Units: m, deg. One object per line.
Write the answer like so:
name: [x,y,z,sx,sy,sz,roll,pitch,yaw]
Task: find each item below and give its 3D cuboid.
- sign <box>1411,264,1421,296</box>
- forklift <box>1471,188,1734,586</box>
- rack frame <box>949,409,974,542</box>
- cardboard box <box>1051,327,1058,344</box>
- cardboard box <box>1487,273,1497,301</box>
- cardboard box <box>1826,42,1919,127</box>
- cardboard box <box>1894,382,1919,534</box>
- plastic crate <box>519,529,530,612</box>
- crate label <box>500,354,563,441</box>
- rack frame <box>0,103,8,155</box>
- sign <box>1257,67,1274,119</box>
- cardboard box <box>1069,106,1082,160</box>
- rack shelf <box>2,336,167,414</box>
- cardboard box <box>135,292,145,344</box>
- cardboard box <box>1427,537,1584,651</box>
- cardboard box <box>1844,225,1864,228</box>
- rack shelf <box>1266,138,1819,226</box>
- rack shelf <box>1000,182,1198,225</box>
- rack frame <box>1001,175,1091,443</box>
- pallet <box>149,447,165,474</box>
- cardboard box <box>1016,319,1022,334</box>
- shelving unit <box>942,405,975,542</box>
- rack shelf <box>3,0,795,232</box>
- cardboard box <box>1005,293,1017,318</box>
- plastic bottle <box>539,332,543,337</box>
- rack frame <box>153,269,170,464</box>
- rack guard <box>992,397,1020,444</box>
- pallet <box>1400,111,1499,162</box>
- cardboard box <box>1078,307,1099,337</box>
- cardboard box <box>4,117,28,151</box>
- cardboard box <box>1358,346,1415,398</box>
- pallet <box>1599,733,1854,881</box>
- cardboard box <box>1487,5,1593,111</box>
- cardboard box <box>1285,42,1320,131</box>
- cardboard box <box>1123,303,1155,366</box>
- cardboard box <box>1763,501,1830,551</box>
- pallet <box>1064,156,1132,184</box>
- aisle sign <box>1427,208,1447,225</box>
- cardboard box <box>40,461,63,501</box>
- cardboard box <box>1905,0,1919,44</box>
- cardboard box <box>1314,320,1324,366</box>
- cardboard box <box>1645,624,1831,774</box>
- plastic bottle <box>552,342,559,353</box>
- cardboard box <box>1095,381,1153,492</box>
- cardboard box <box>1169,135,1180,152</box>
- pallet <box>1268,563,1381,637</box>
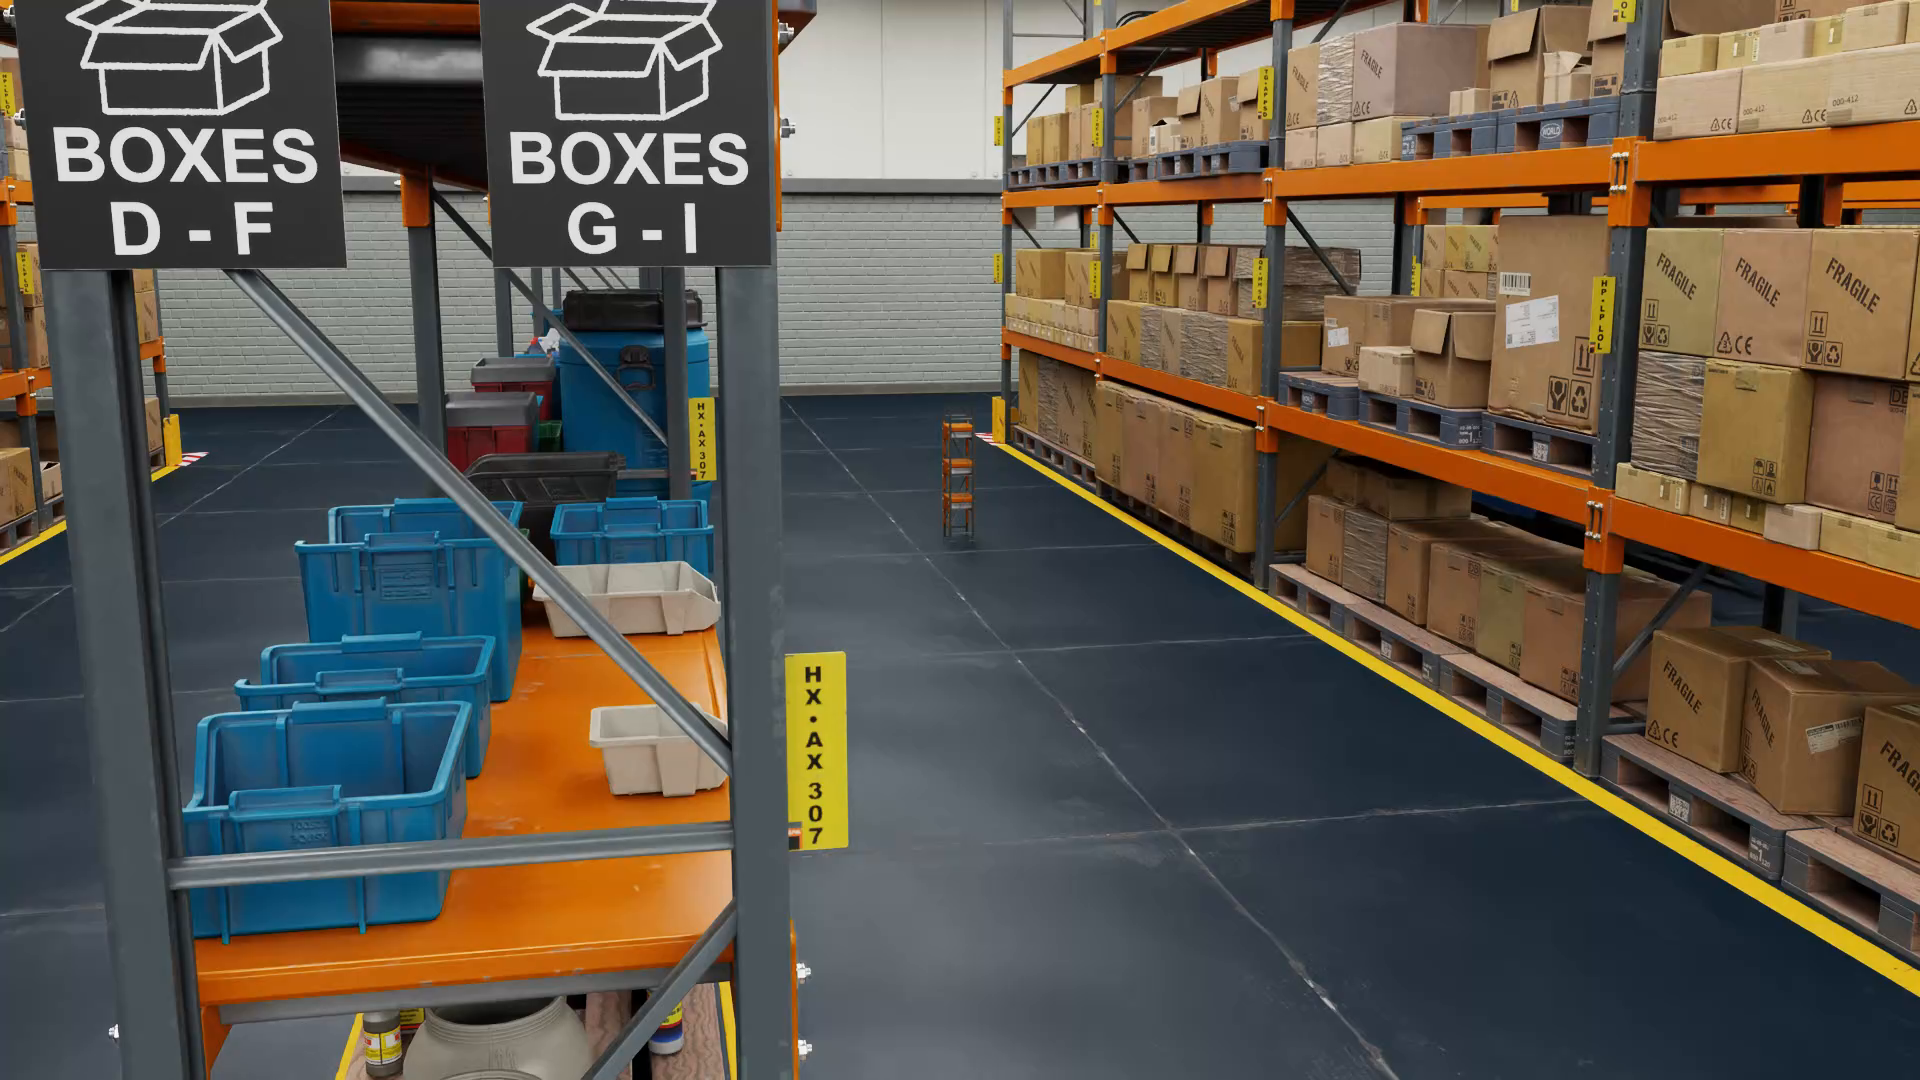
sign: [3.062,-1.705,11.247,0.100,0.325,0.005,-2,11,-11]
forklift: [4.854,-1.225,11.792,1.130,2.935,3.031,-2,11,-12]
rack frame: [0.013,-0.503,13.032,0.200,1.050,0.008,-2,11,-11]
cardboard box: [1.123,-2.043,16.582,0.380,0.149,0.250,-2,11,-12]
cardboard box: [5.994,-2.605,17.796,0.500,0.500,0.500,-2,11,-12]
cardboard box: [3.340,-1.540,5.642,0.500,0.250,0.500,-3,11,-13]
cardboard box: [3.652,-0.256,5.457,0.875,0.500,0.500,-2,11,-11]
plastic crate: [-1.562,0.124,5.092,0.450,0.188,0.662,-2,11,-11]
crate label: [-2.399,-0.799,9.276,0.502,0.435,0.616,-2,11,-11]
rack frame: [-7.964,-4.475,12.639,1.000,3.000,0.127,-2,11,-11]
sign: [1.986,-2.901,10.800,0.100,0.325,0.005,-2,11,-11]
cardboard box: [1.442,-3.905,16.012,0.700,0.500,0.500,-2,11,-8]
rack shelf: [-8.353,-1.541,15.194,1.077,0.370,4.000,-2,11,-11]
cardboard box: [-8.284,-2.143,16.166,0.500,0.500,0.500,-2,11,-11]
cardboard box: [3.028,0.288,9.171,0.700,0.500,0.500,-3,11,-16]
cardboard box: [10.622,-3.620,19.517,0.380,0.149,0.250,-2,11,-13]
rack shelf: [2.920,-1.907,9.094,1.077,0.370,4.000,-2,11,-11]
rack shelf: [1.365,-3.374,16.803,1.077,0.370,4.000,-2,11,-11]
rack frame: [0.976,-2.621,18.943,1.000,3.000,0.127,-2,11,-11]
pallet: [-8.572,-0.731,16.474,1.003,0.211,1.213,-2,11,-11]
cardboard box: [0.822,-2.326,18.068,0.380,0.149,0.250,-2,11,-12]
shelving unit: [-0.010,-0.526,13.150,0.215,1.050,0.252,-2,11,-11]
rack shelf: [-1.160,-0.993,4.293,1.077,0.370,4.000,-2,11,-11]
cardboard box: [0.804,-2.595,18.416,0.500,0.250,0.500,-2,11,-13]
plastic bottle: [-3.452,-1.567,13.719,0.061,0.283,0.133,-2,11,-11]
rack frame: [-8.742,-2.261,17.054,1.000,3.000,0.127,-2,11,-11]
rack guard: [0.971,-1.397,19.200,1.175,0.500,0.348,-2,11,-11]
pallet: [3.089,-2.108,8.731,1.213,0.211,1.003,-2,11,-11]
cardboard box: [1.410,-2.031,15.451,0.500,0.250,0.500,-2,11,-12]
cardboard box: [-7.815,-3.271,13.403,0.500,0.250,0.500,-2,11,-11]
cardboard box: [2.632,-0.970,9.550,0.500,0.250,0.500,-2,11,-13]
pallet: [3.475,1.072,7.001,1.003,0.211,1.213,-2,11,-11]
cardboard box: [3.131,-2.413,8.430,0.797,0.503,0.637,-2,11,-9]
cardboard box: [2.371,-2.826,10.396,0.500,0.500,0.500,-2,11,-10]
cardboard box: [1.696,-1.751,14.104,0.500,0.500,0.500,-2,11,-11]
cardboard box: [3.234,-0.062,6.172,0.380,0.149,0.250,-2,11,-11]
pallet: [1.605,-3.468,15.607,1.003,0.211,1.213,-2,11,-11]
aisle sign: [5.552,-4.062,19.564,0.394,0.787,0.004,-2,11,-11]
cardboard box: [-7.834,-0.508,13.856,0.500,0.311,0.500,-2,11,-11]
cardboard box: [3.361,-1.707,5.455,0.380,0.149,0.250,-2,11,-12]
cardboard box: [2.704,-1.302,11.746,0.500,0.500,0.500,-2,11,-9]
cardboard box: [3.348,0.677,7.182,0.500,0.500,0.500,-2,11,-13]
plastic bottle: [-3.059,-1.383,12.772,0.152,0.276,0.135,-2,11,-11]
cardboard box: [1.898,-0.933,14.636,1.225,0.875,0.875,-2,11,-11]
cardboard box: [1.896,-3.165,13.329,0.380,0.149,0.250,-3,11,-13]
pallet: [2.682,0.360,10.742,1.003,0.211,1.213,-2,11,-11]
